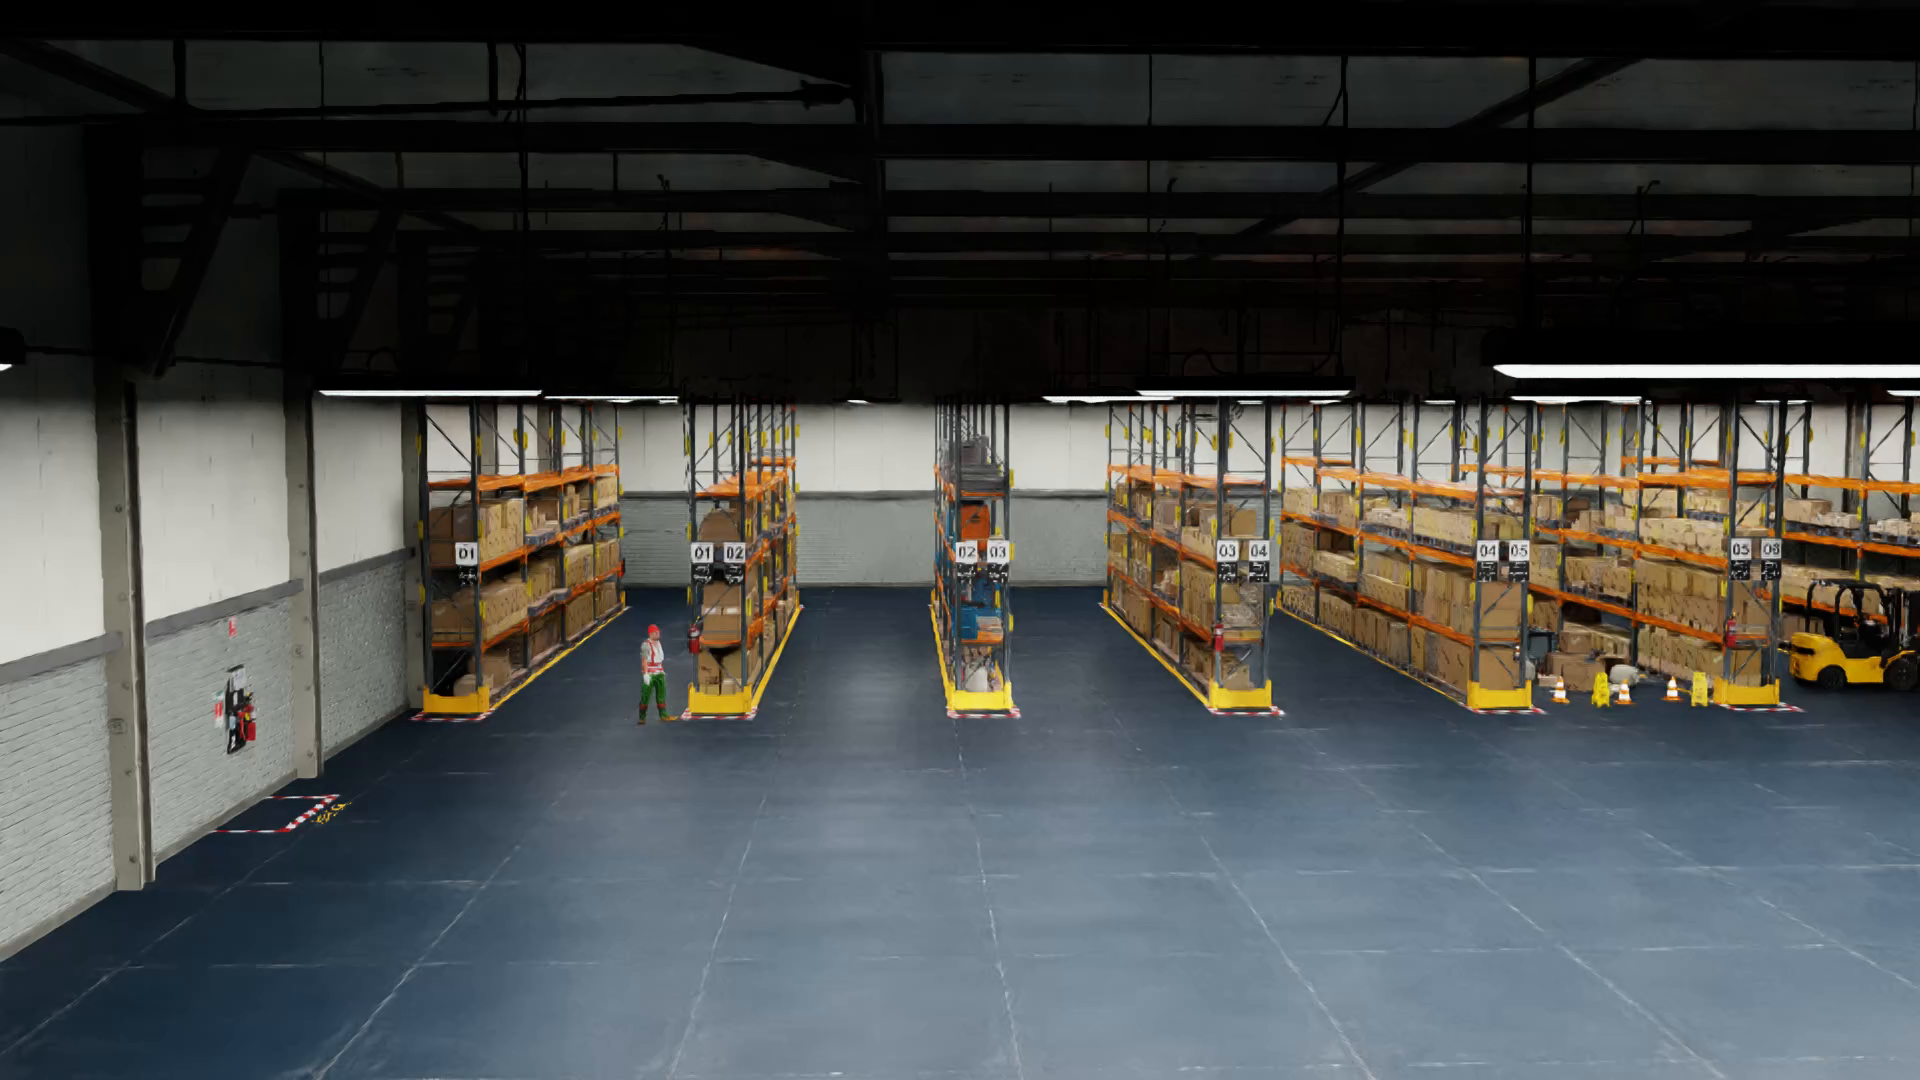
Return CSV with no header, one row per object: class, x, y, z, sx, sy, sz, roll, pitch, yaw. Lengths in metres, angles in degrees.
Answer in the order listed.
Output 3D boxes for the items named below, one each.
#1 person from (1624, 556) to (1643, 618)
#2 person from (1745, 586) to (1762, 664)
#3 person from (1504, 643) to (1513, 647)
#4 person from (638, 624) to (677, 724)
person,18.198,1.250,44.680,0.573,1.764,0.681,1,5,12
person,17.577,1.887,37.028,0.578,1.714,0.654,2,5,27
person,12.501,1.807,38.331,0.544,1.667,0.572,2,5,27
person,-5.525,2.410,30.065,0.496,1.782,0.688,3,5,29
